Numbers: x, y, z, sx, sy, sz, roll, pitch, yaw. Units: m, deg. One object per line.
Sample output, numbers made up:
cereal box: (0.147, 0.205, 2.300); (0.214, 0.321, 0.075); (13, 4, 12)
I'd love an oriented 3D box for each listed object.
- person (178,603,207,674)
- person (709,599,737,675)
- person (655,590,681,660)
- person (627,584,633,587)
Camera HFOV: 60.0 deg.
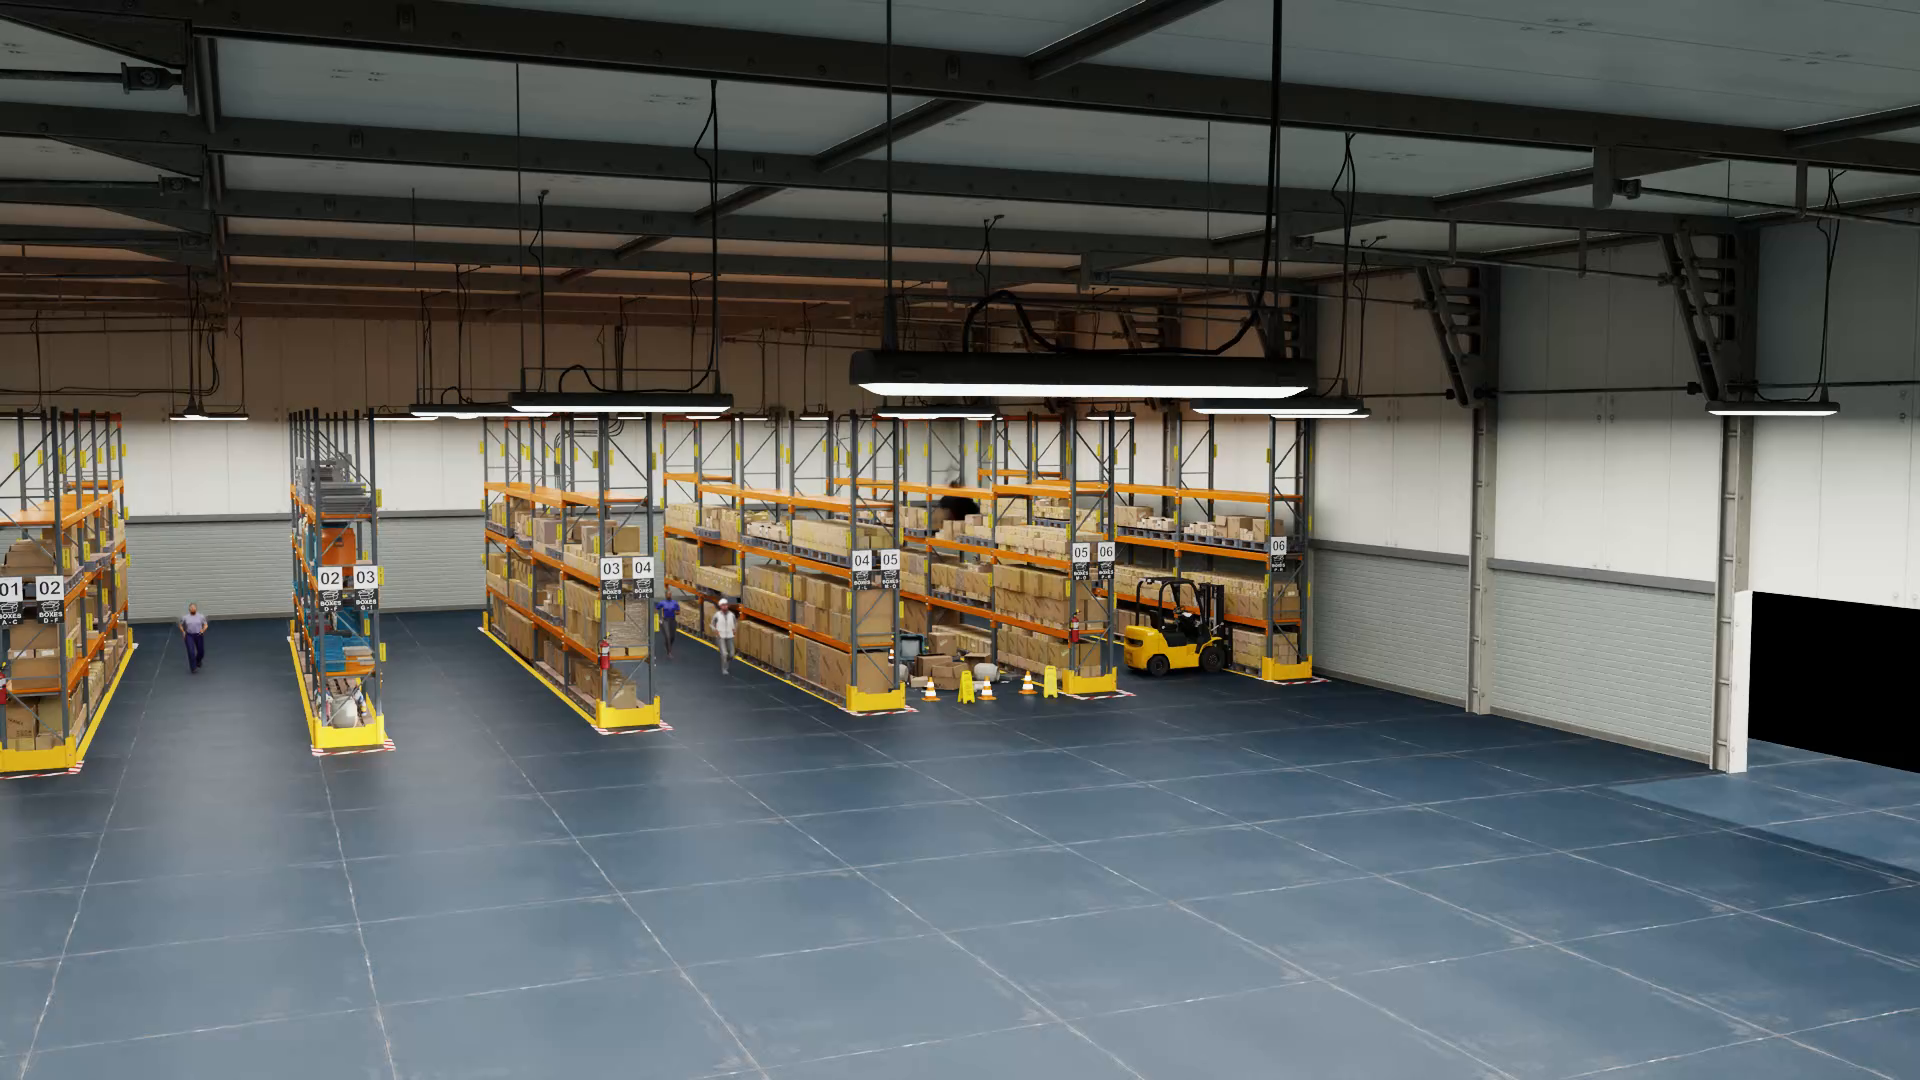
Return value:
person: (-17.597, 2.251, 38.175); (0.612, 1.598, 0.645); (-2, 5, -30)
person: (-5.386, 2.203, 37.960); (0.659, 1.722, 0.614); (-2, 4, -23)
person: (-7.094, 2.045, 40.517); (0.575, 1.631, 0.941); (-2, 5, -28)
person: (-9.017, 1.654, 45.834); (0.740, 1.741, 0.701); (-1, 4, -14)
